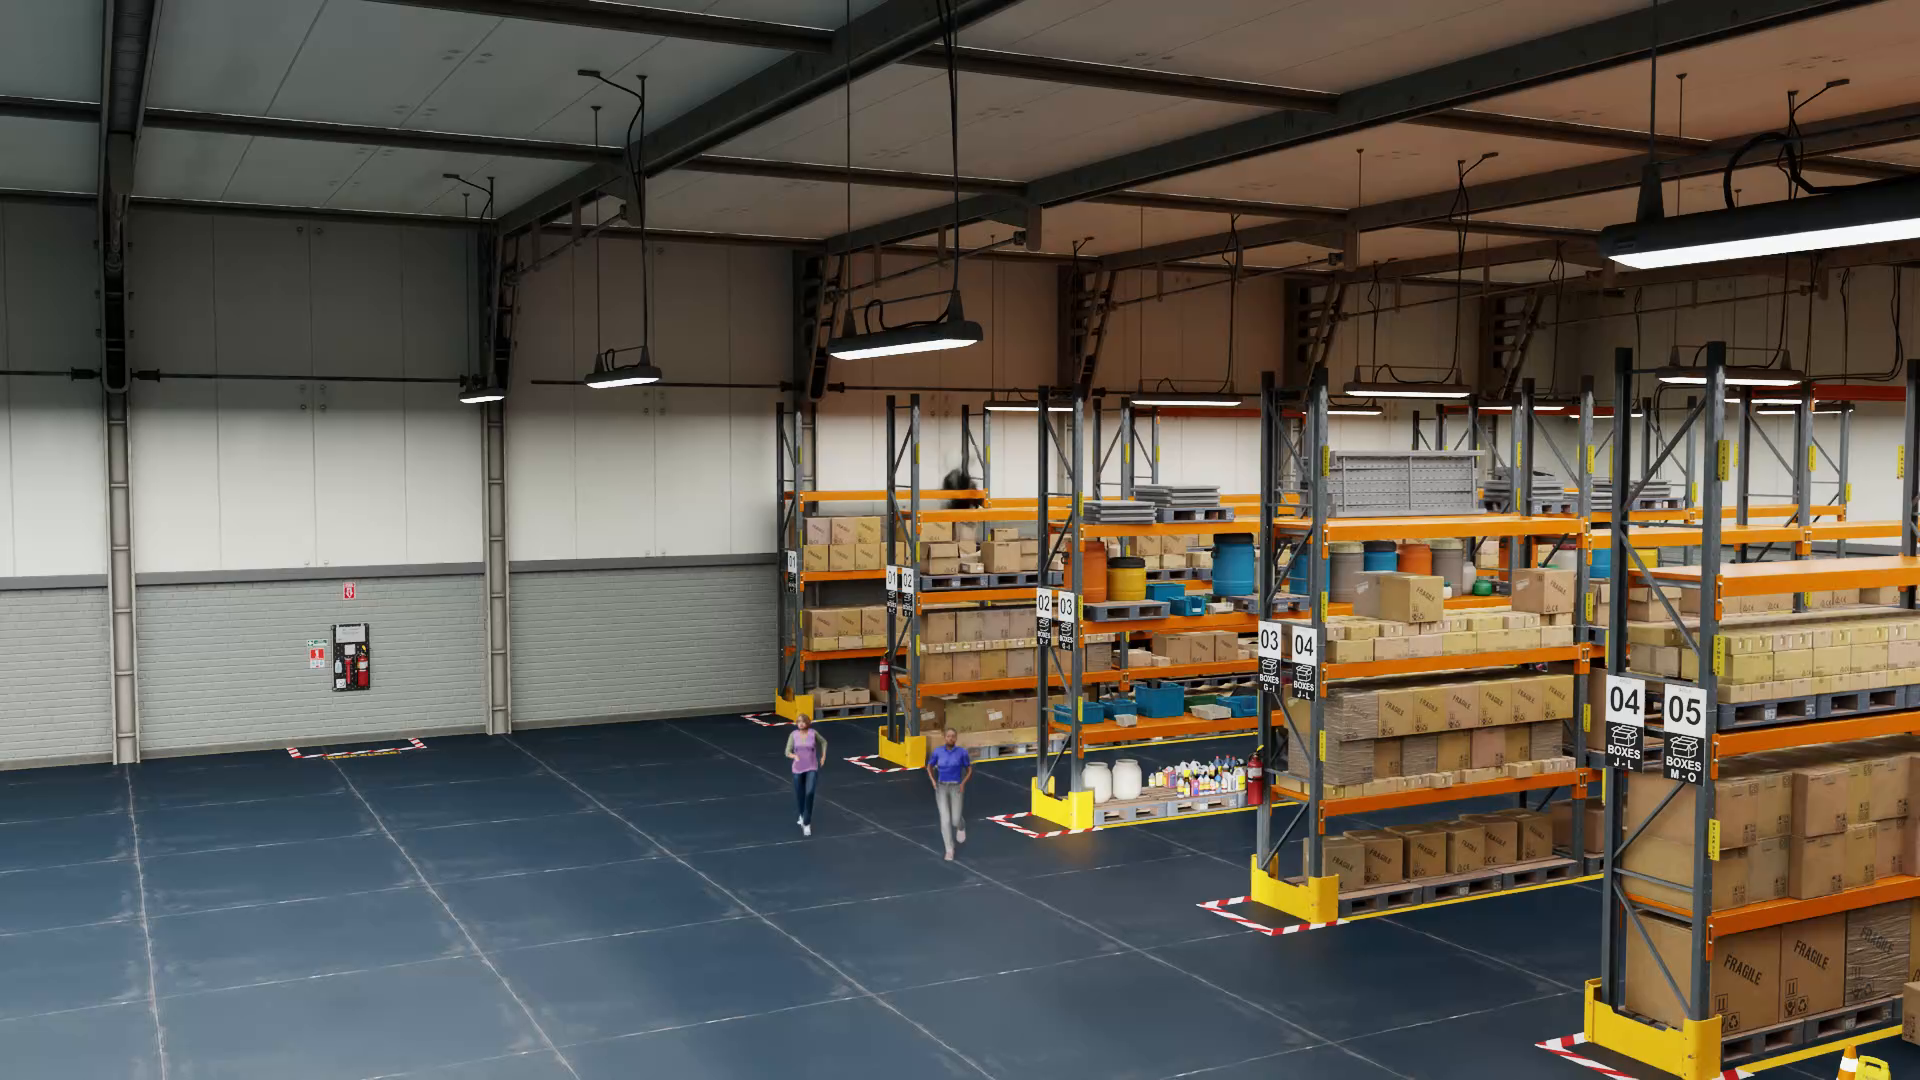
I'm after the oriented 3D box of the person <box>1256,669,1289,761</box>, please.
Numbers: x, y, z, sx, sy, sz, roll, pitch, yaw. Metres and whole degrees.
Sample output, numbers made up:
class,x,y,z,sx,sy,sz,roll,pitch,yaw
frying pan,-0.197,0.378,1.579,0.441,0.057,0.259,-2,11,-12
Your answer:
class,x,y,z,sx,sy,sz,roll,pitch,yaw
person,5.120,2.756,26.944,0.835,1.849,0.669,-2,4,-36

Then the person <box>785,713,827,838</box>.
class,x,y,z,sx,sy,sz,roll,pitch,yaw
person,-2.068,3.119,22.273,0.541,1.620,0.733,0,3,2

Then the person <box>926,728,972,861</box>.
class,x,y,z,sx,sy,sz,roll,pitch,yaw
person,-0.136,3.190,21.028,0.580,1.612,0.657,0,3,3
